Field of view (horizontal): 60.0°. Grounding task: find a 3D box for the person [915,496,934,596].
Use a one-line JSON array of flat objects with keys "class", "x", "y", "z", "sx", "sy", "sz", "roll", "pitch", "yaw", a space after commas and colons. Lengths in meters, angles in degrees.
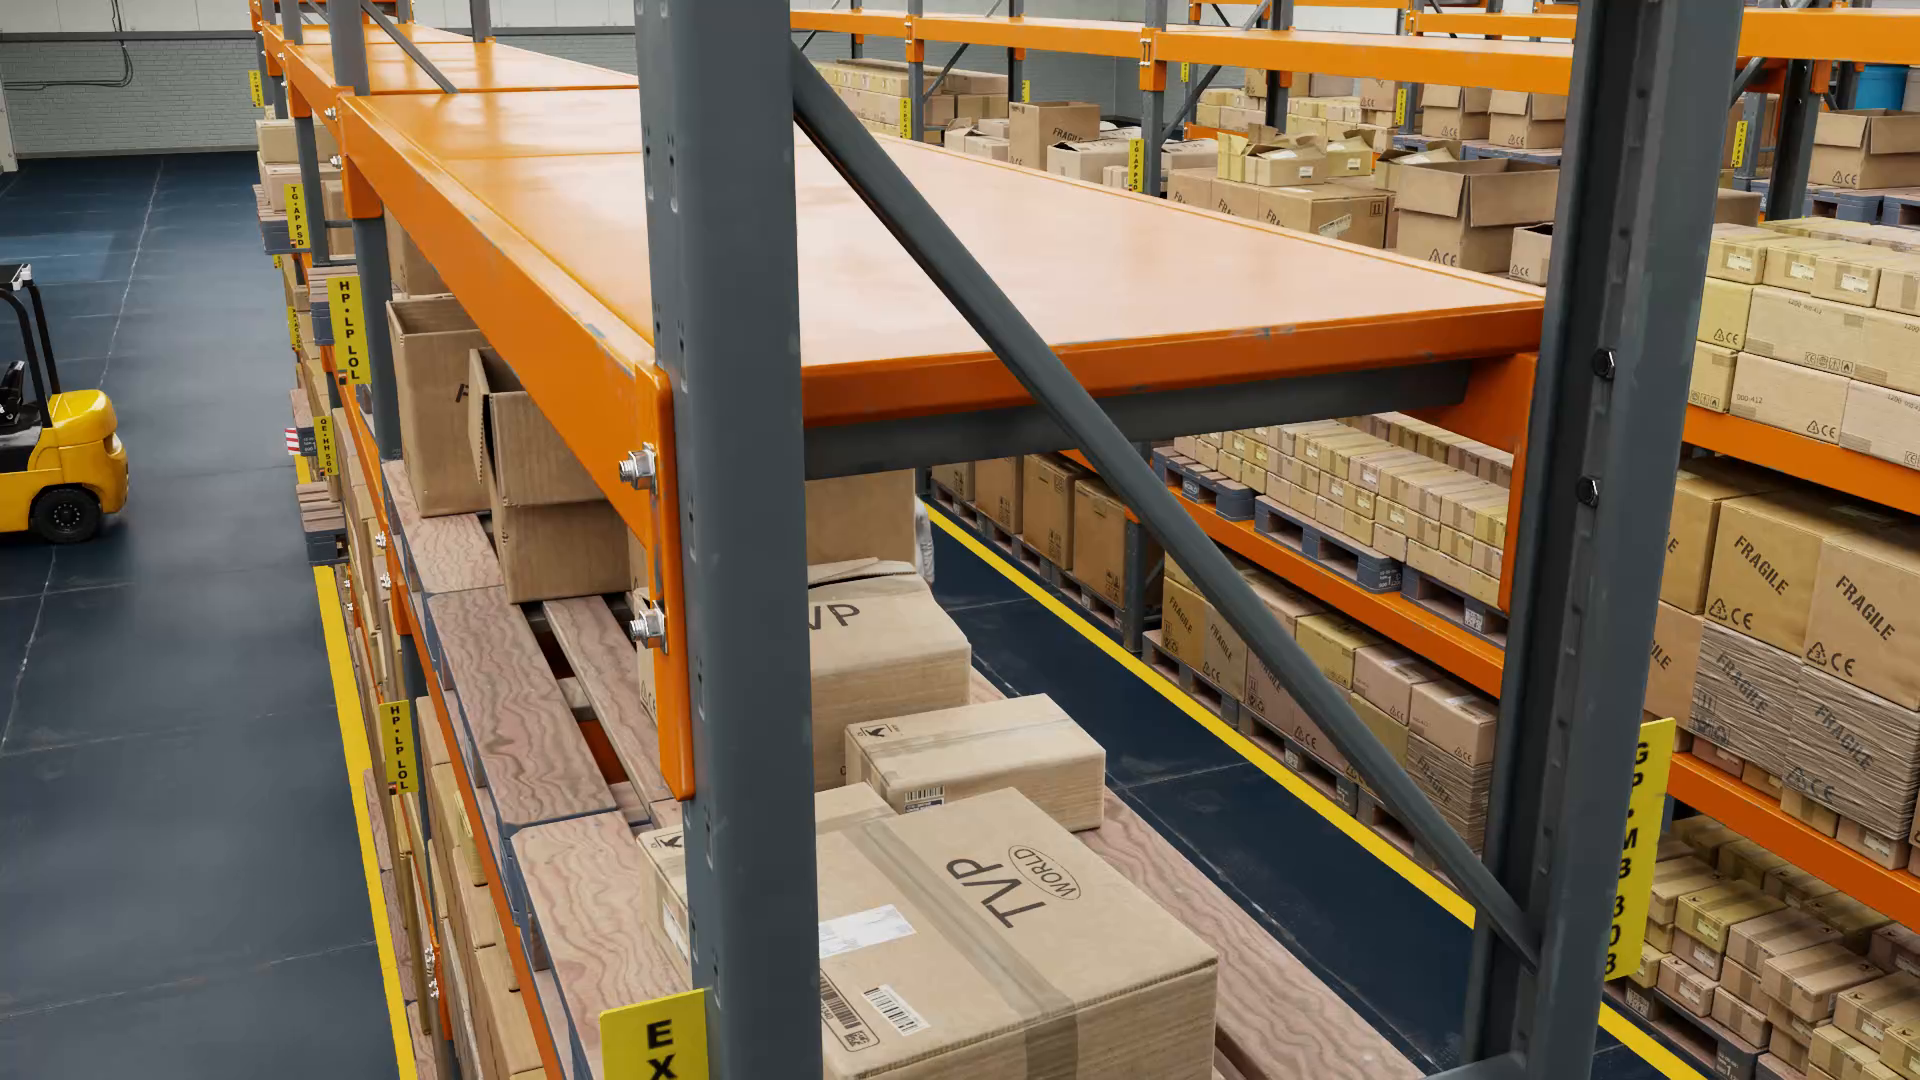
[{"class": "person", "x": -0.386, "y": 0.297, "z": 10.100, "sx": 0.711, "sy": 1.753, "sz": 0.709, "roll": 1, "pitch": 19, "yaw": 3}]
